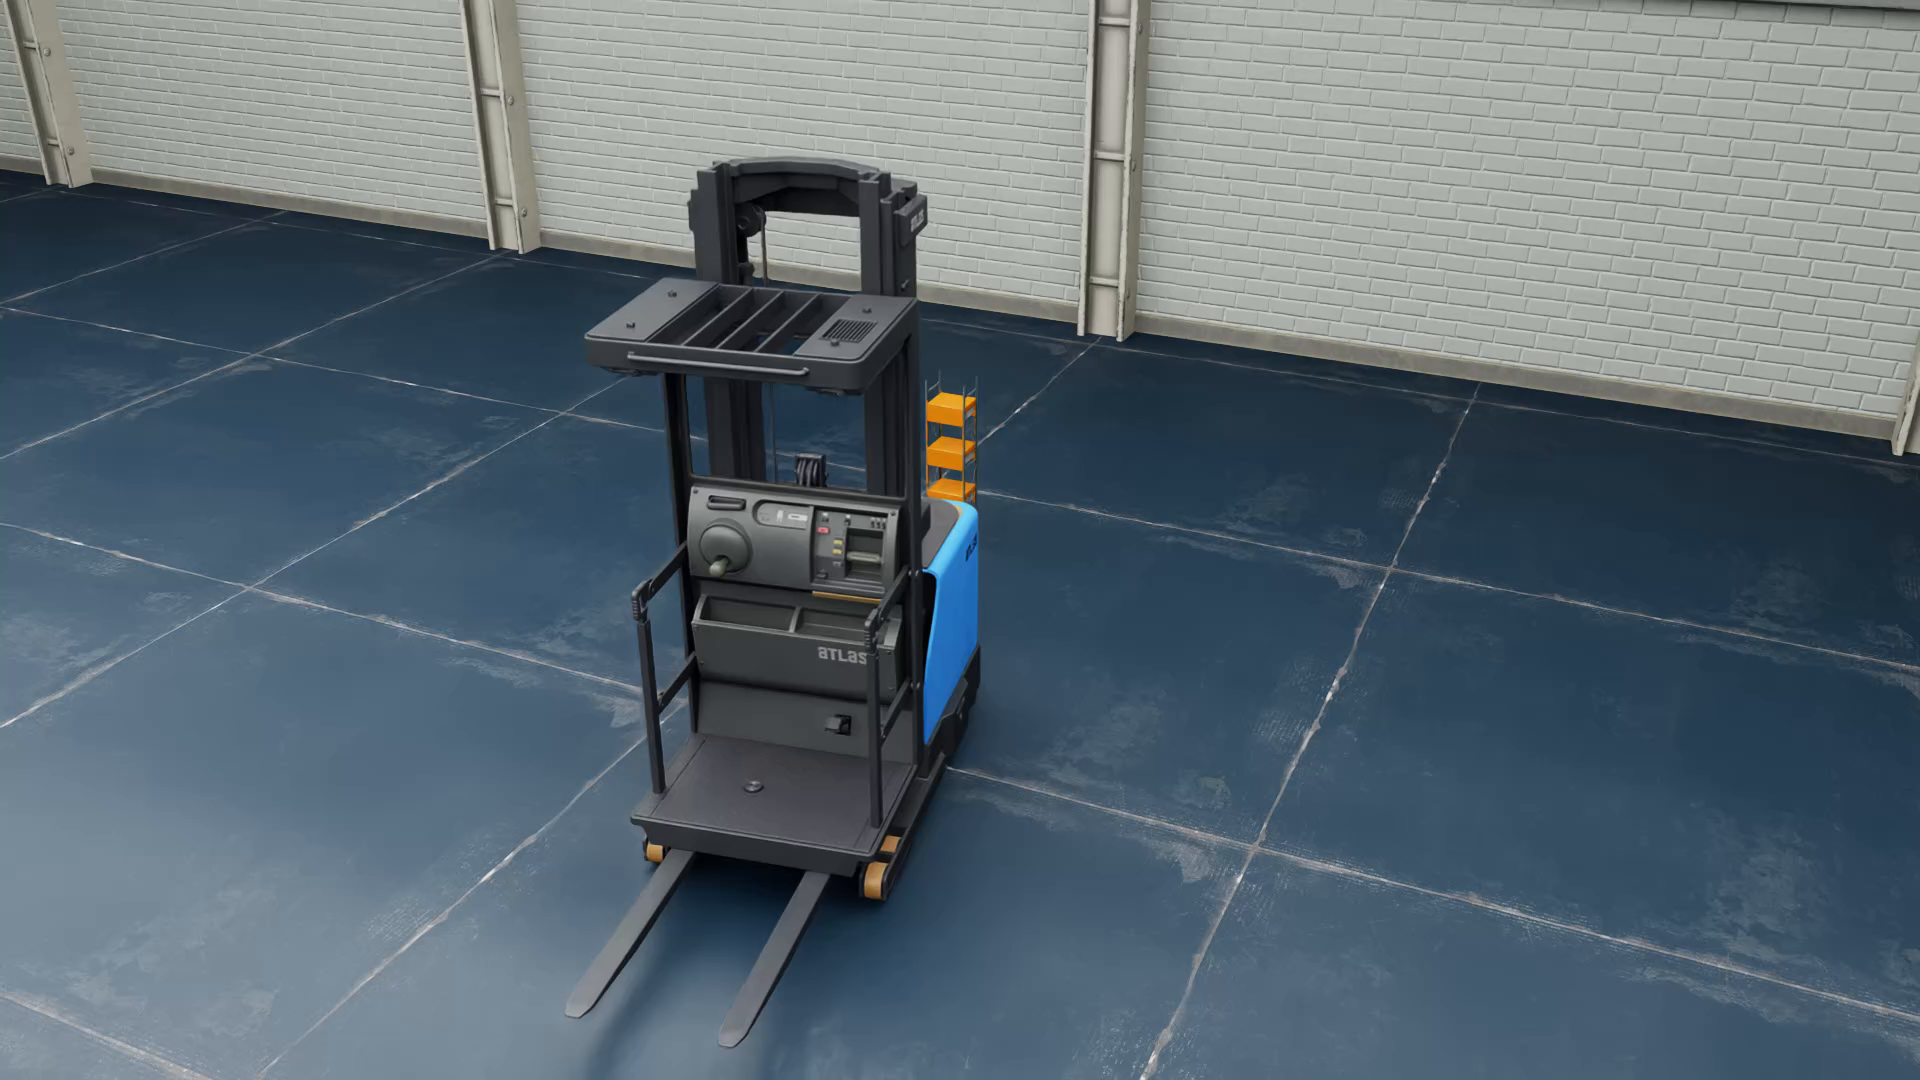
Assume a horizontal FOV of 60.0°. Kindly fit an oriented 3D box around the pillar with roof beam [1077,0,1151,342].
[{"bbox_3d":[-0.576,-4.018,8.224,0.400,9.000,9.100,11,28,22],"label":"pillar with roof beam"}]

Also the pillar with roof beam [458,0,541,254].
[{"bbox_3d":[-6.037,-5.115,10.452,0.400,9.000,9.100,11,28,22],"label":"pillar with roof beam"}]

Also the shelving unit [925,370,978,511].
[{"bbox_3d":[-0.049,-0.481,10.038,0.252,1.050,0.215,11,28,22],"label":"shelving unit"}]

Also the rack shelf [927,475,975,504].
[{"bbox_3d":[-0.049,-0.222,10.165,0.240,0.259,0.215,11,28,22],"label":"rack shelf"}]

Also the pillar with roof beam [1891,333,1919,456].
[{"bbox_3d":[4.886,-2.921,5.996,0.400,9.000,9.100,11,28,22],"label":"pillar with roof beam"}]

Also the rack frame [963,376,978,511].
[{"bbox_3d":[0.062,-0.458,9.993,0.008,1.050,0.200,11,28,22],"label":"rack frame"}]

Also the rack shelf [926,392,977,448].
[{"bbox_3d":[-0.049,-0.726,9.917,0.240,0.259,0.215,11,28,22],"label":"rack shelf"}]

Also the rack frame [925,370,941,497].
[{"bbox_3d":[-0.160,-0.503,10.083,0.008,1.050,0.200,11,28,22],"label":"rack frame"}]

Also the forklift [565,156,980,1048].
[{"bbox_3d":[-0.762,0.038,6.855,1.130,2.935,3.031,7,27,13],"label":"forklift"}]

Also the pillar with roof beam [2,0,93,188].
[{"bbox_3d":[-11.499,-6.212,12.680,0.400,9.000,9.100,11,28,22],"label":"pillar with roof beam"}]

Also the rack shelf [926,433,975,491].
[{"bbox_3d":[-0.049,-0.471,10.043,0.240,0.259,0.215,11,28,22],"label":"rack shelf"}]
